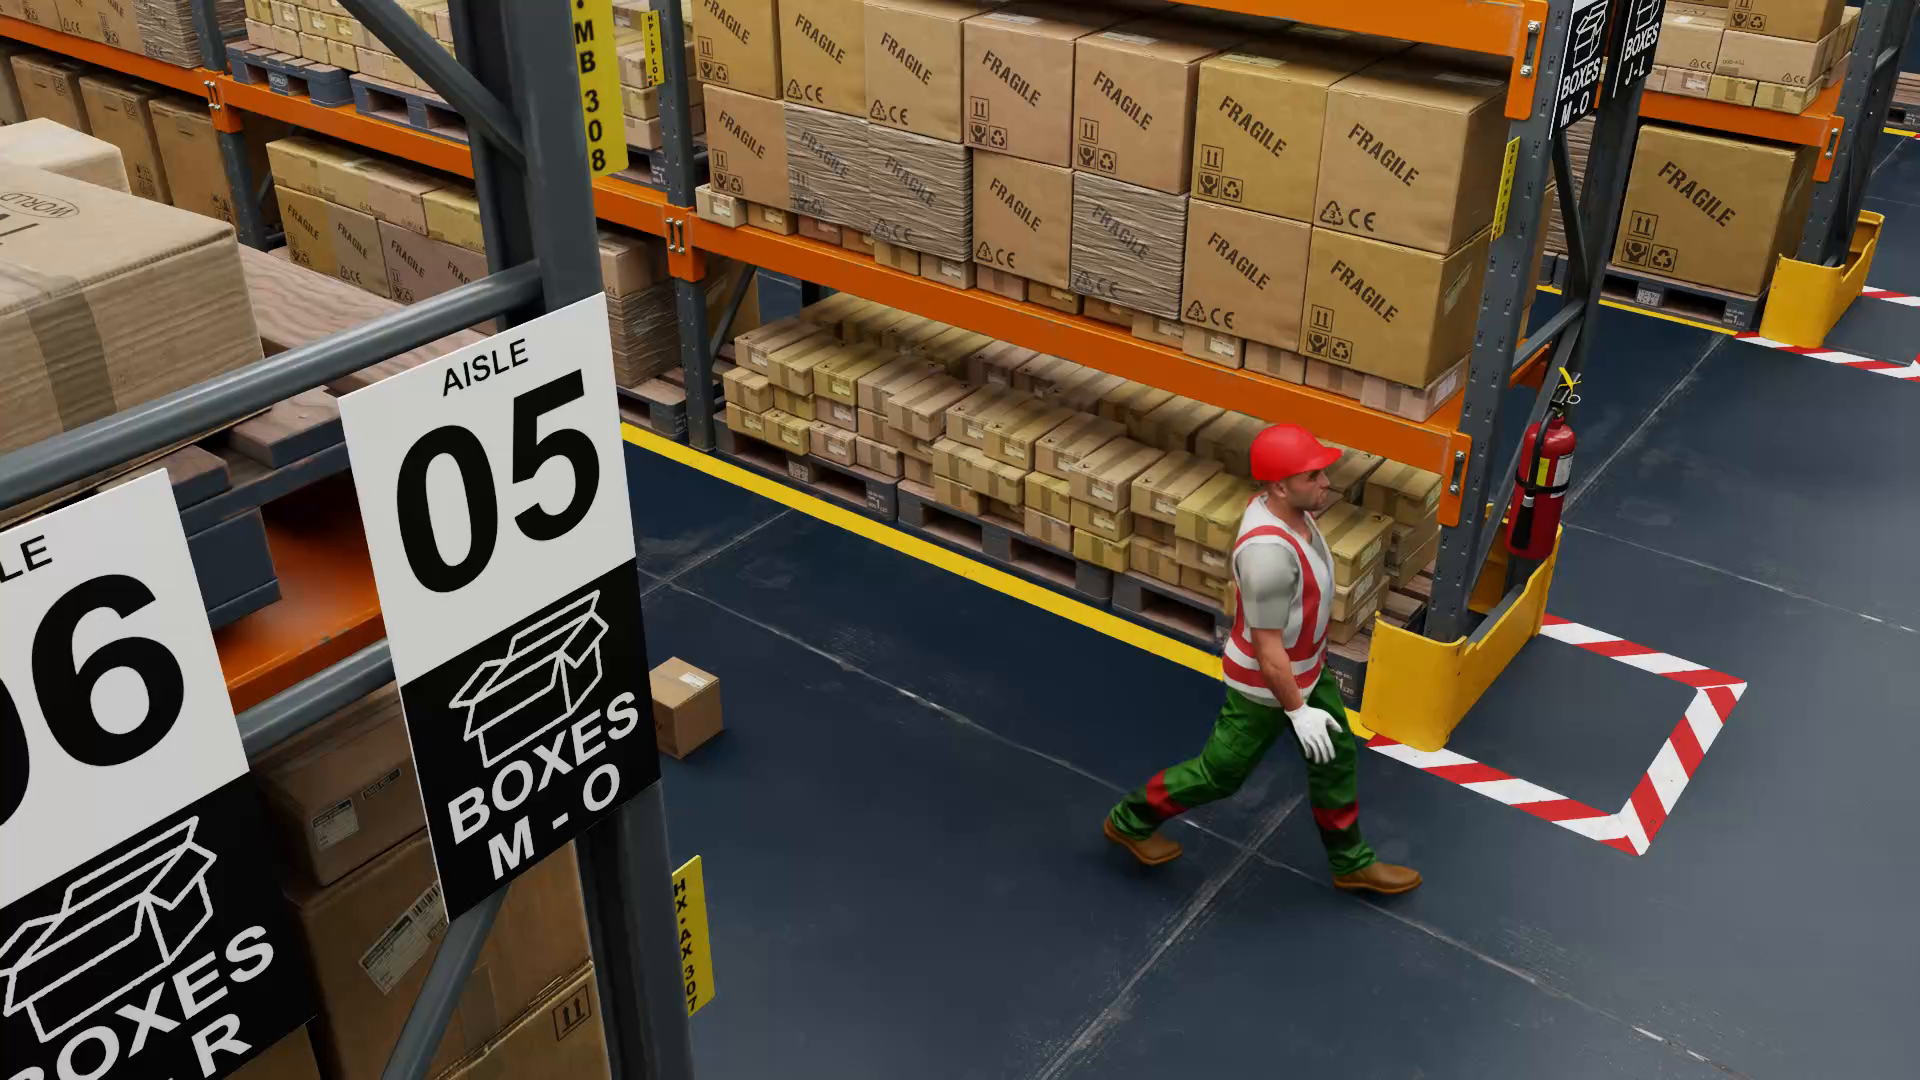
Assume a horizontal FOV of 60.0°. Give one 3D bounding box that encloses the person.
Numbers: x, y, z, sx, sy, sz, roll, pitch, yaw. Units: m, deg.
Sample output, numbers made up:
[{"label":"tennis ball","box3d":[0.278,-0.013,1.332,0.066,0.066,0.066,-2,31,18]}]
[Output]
[{"label":"person","box3d":[1.044,0.430,5.395,1.085,1.743,0.594,12,33,20]}]
